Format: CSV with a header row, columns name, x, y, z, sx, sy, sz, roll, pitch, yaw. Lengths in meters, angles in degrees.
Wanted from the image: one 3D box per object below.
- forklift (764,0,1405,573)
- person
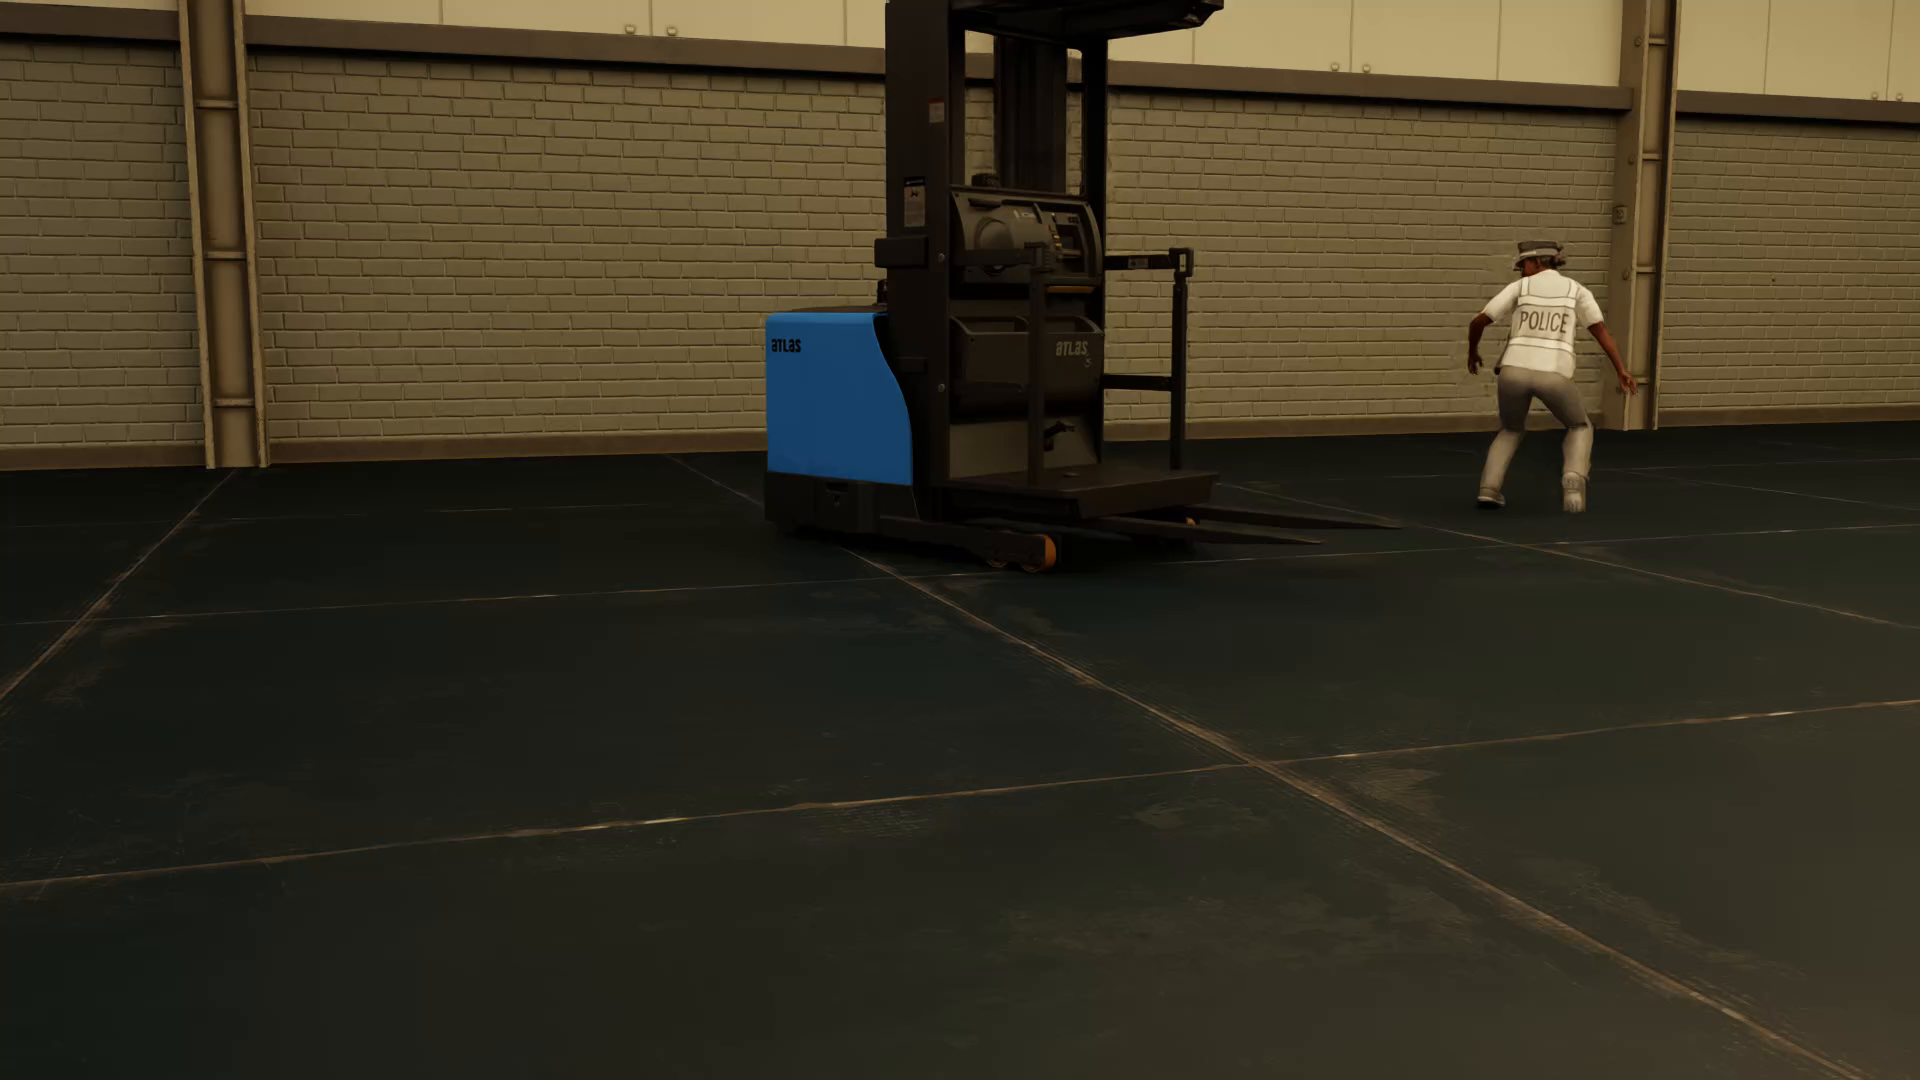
name,x,y,z,sx,sy,sz,roll,pitch,yaw
forklift,0.461,-1.393,7.293,3.031,2.935,1.130,7,11,43
person,3.239,-0.883,9.142,0.908,1.532,0.504,3,8,24
